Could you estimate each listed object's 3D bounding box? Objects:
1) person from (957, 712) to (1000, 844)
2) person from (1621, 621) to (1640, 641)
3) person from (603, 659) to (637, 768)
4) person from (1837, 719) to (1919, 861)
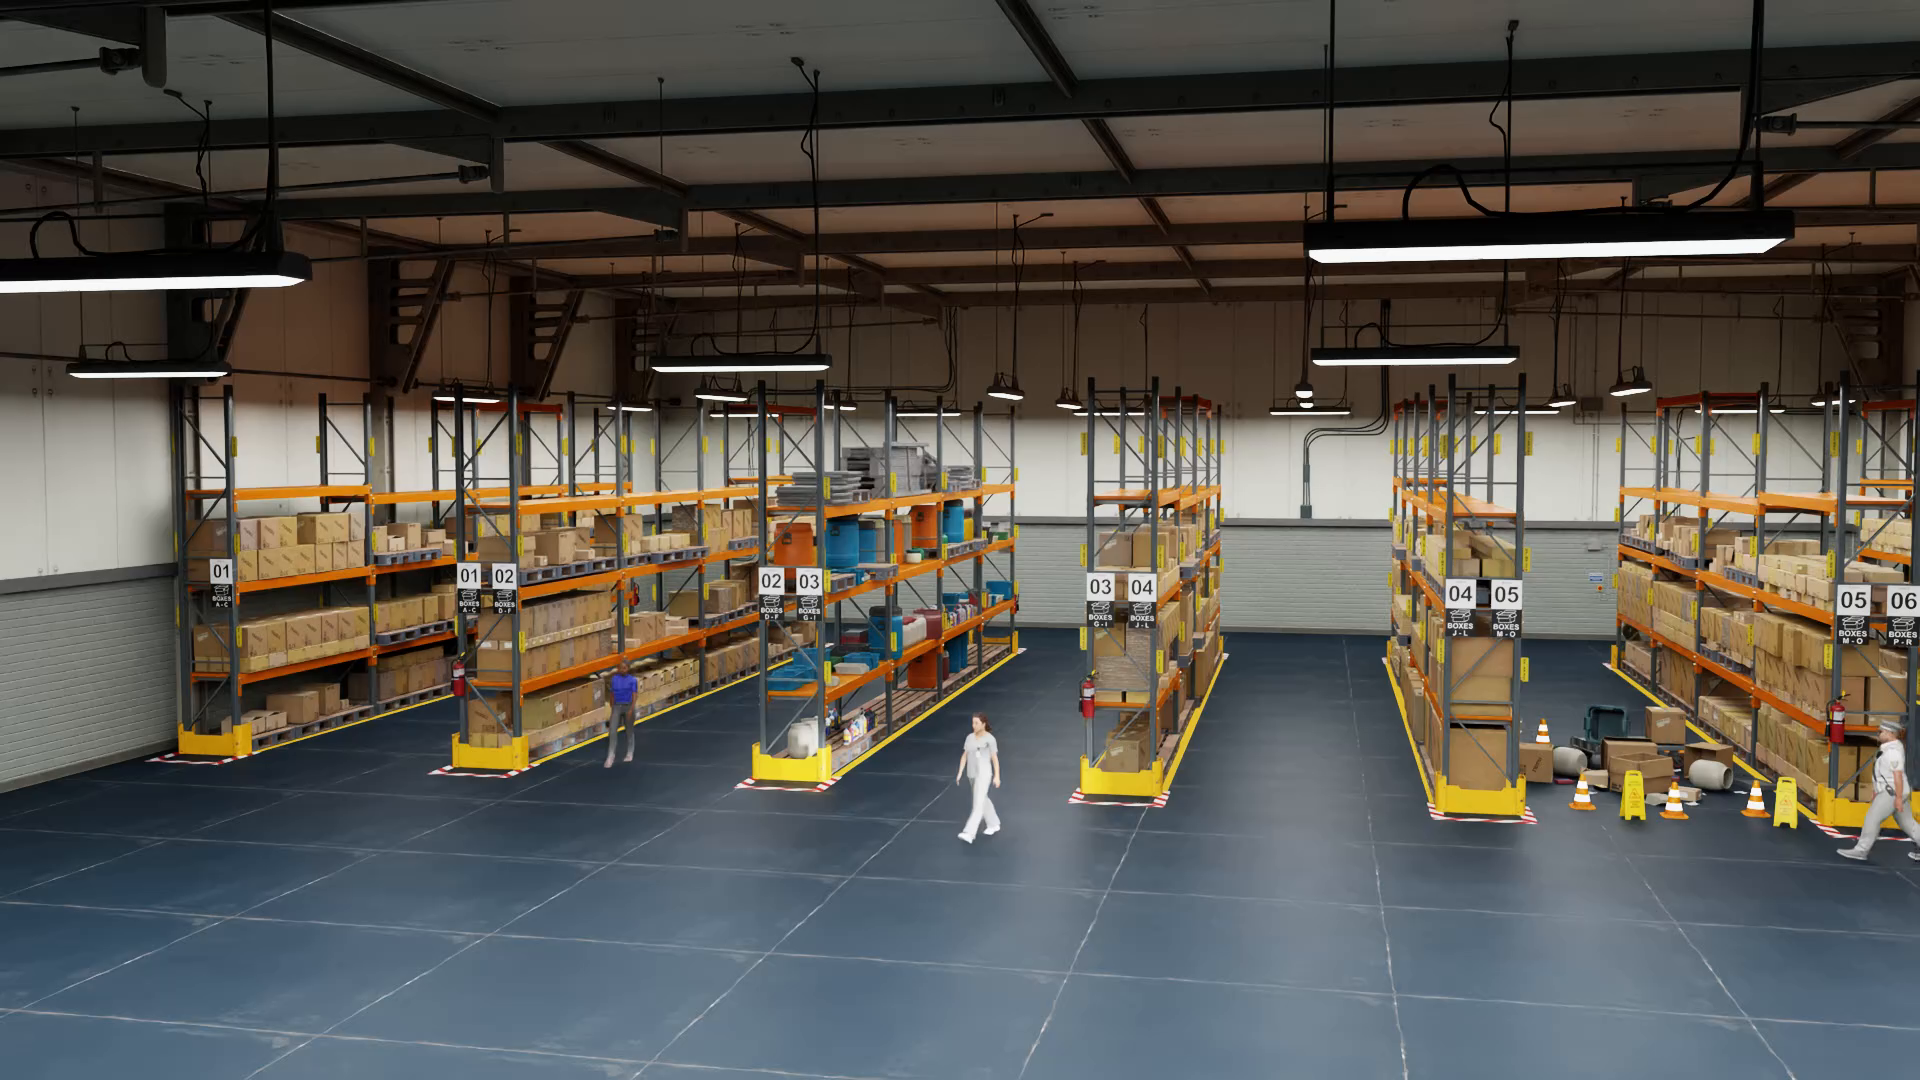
[{"bbox_3d":[0.209,2.994,21.077,0.511,1.609,1.049,3,4,44],"label":"person"},{"bbox_3d":[16.235,1.870,40.085,0.521,1.800,0.593,0,3,-5],"label":"person"},{"bbox_3d":[-5.338,2.713,26.221,0.504,1.666,0.697,0,3,-1],"label":"person"},{"bbox_3d":[11.182,3.014,19.997,1.086,1.714,0.547,2,4,27],"label":"person"}]
